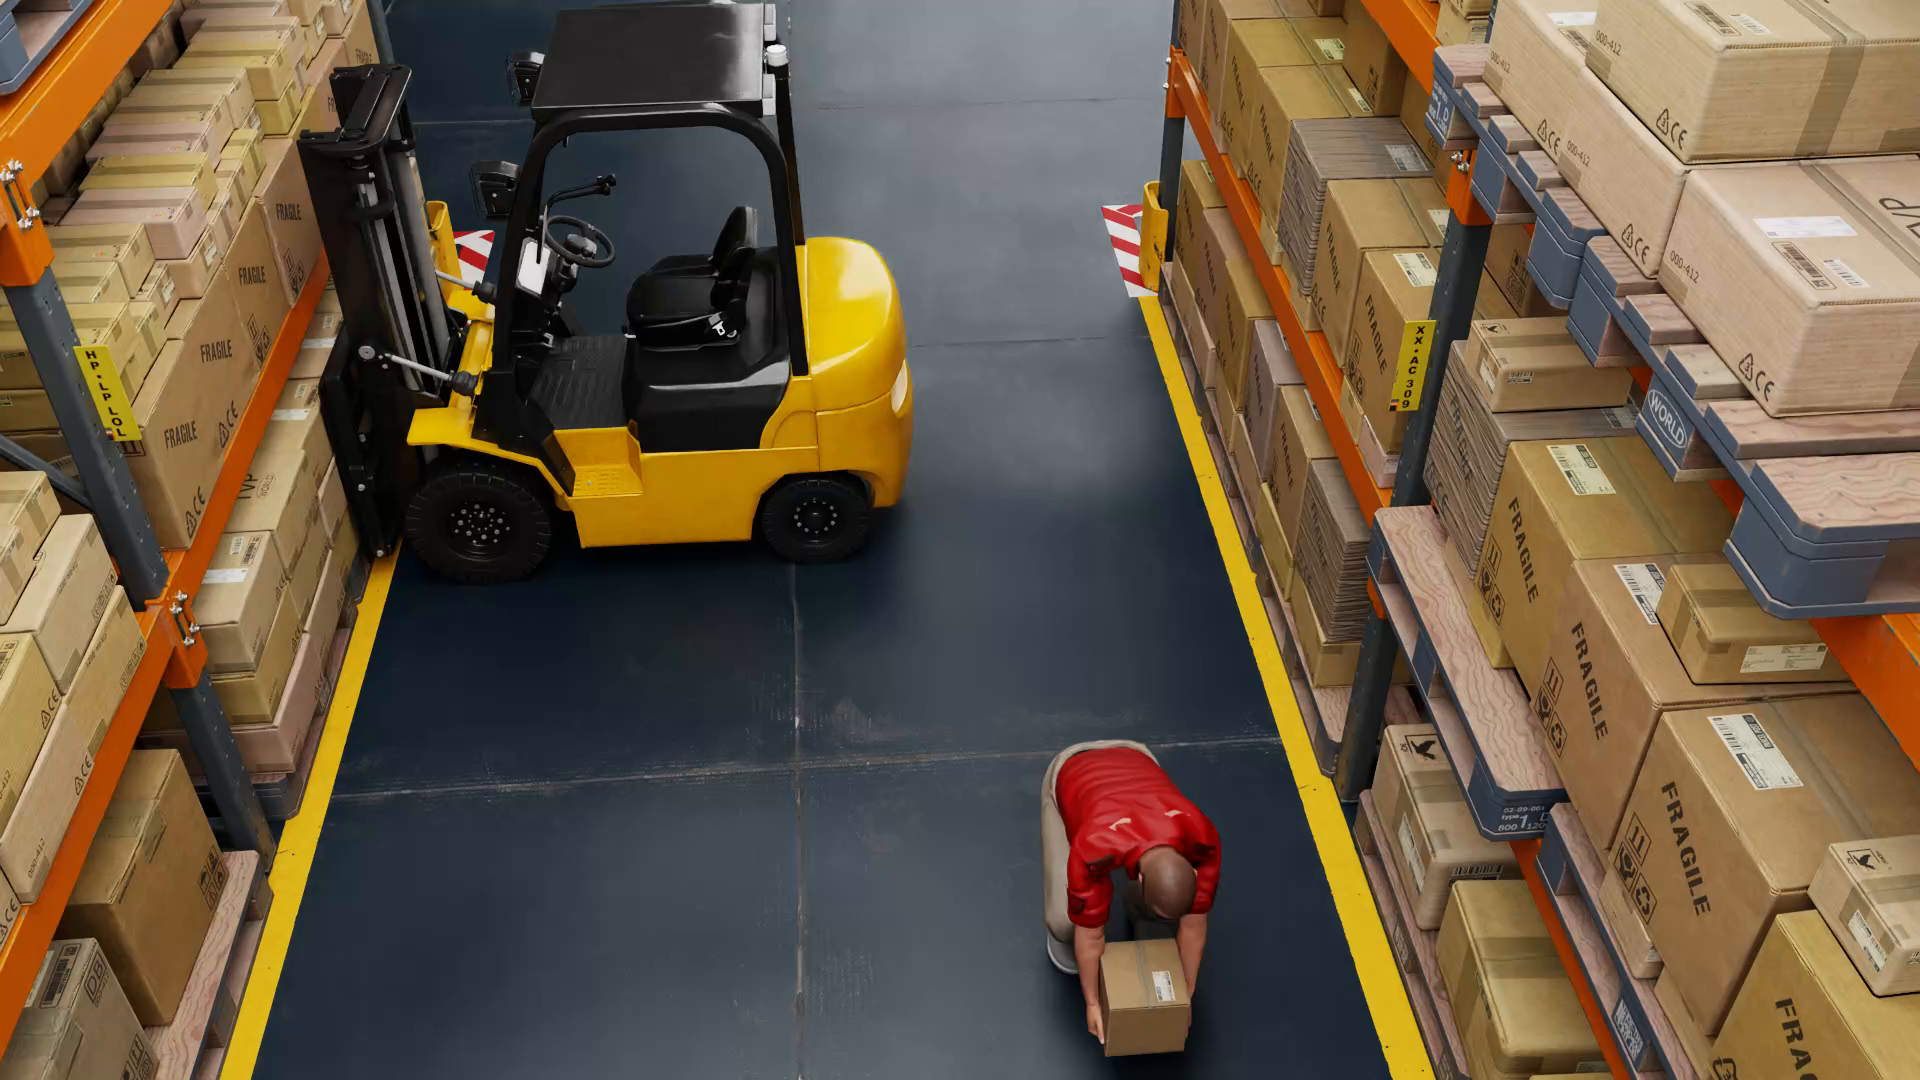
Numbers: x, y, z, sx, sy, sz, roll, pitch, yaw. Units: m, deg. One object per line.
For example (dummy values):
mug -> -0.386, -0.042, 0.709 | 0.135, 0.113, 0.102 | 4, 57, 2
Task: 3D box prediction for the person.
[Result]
person -> 0.535, 1.100, 5.408 | 0.536, 0.976, 0.910 | -5, 39, -6
